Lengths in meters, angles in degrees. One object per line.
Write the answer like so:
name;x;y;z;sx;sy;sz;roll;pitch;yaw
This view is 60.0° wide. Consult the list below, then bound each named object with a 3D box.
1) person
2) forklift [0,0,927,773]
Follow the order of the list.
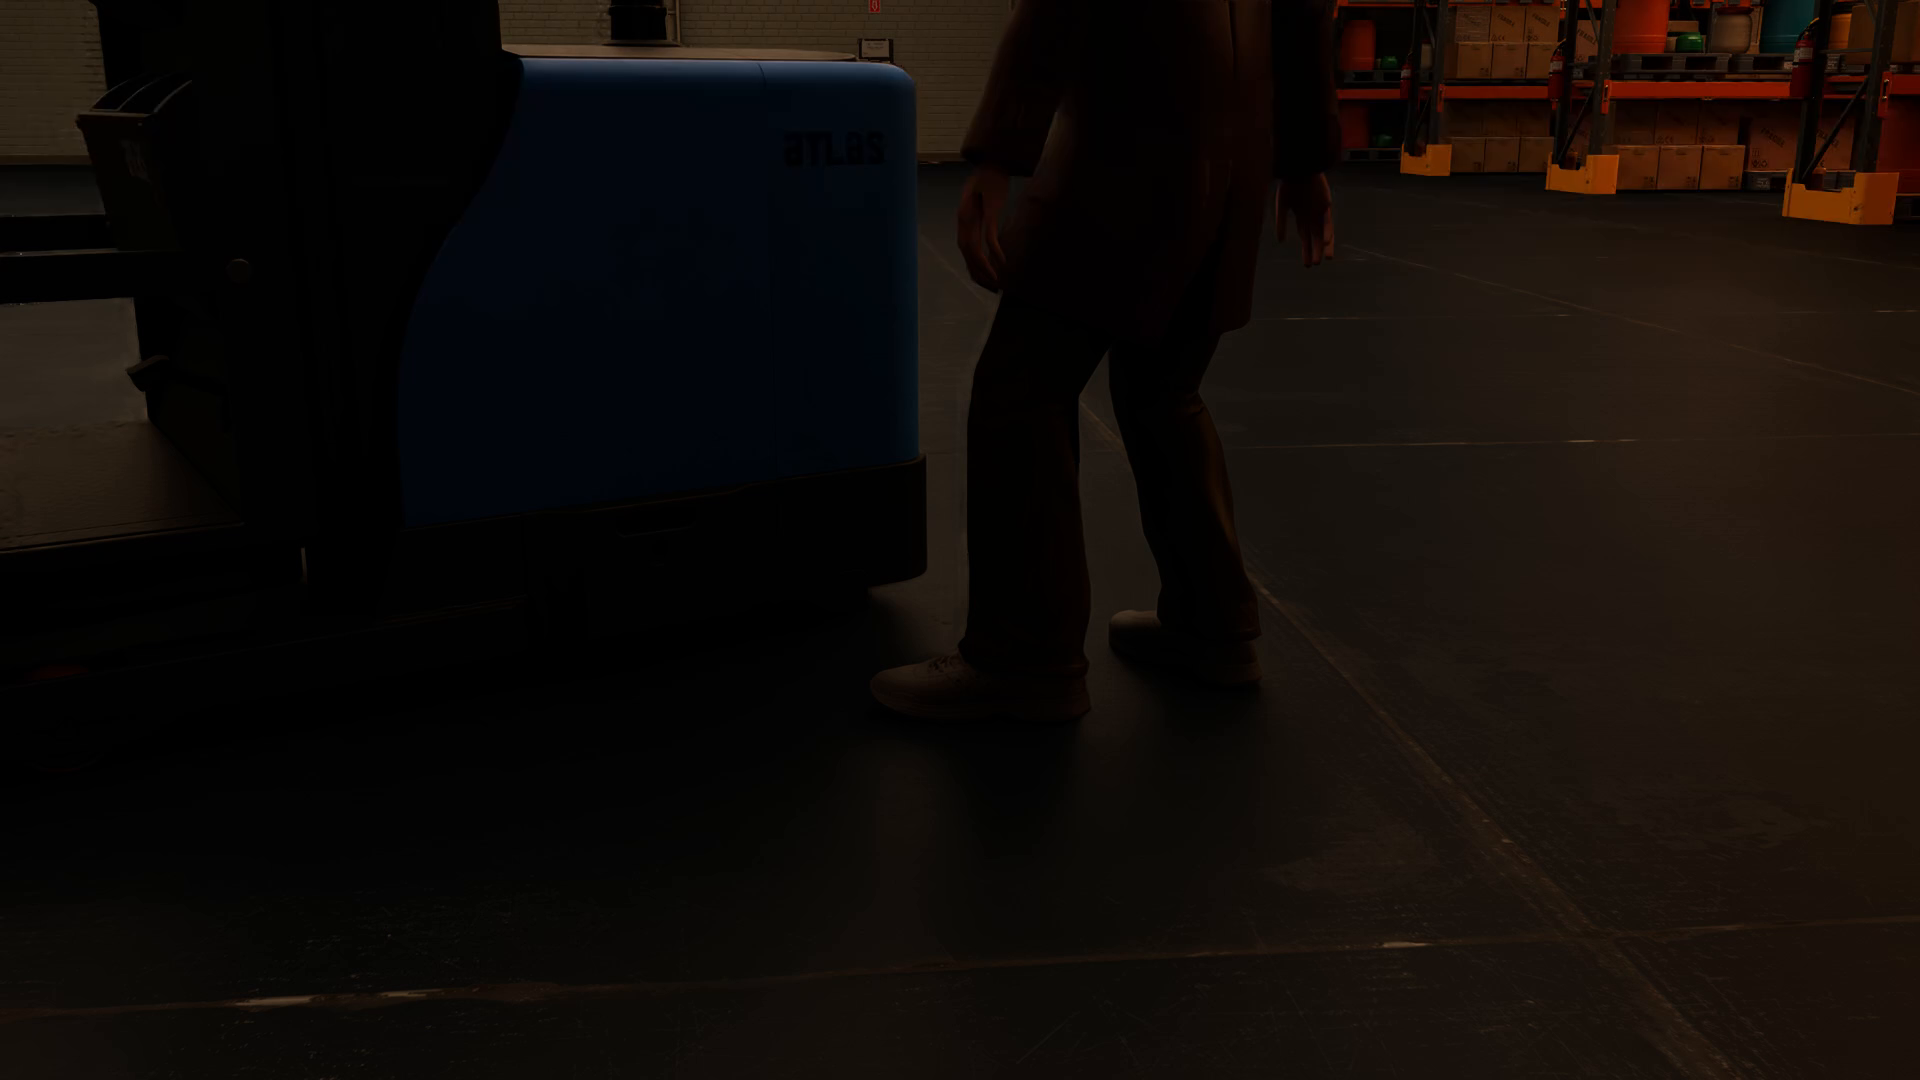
person;0.293;-0.594;2.769;0.423;1.750;0.890;14;20;43
forklift;-1.587;-1.184;2.674;3.031;2.935;1.130;-9;17;-31
